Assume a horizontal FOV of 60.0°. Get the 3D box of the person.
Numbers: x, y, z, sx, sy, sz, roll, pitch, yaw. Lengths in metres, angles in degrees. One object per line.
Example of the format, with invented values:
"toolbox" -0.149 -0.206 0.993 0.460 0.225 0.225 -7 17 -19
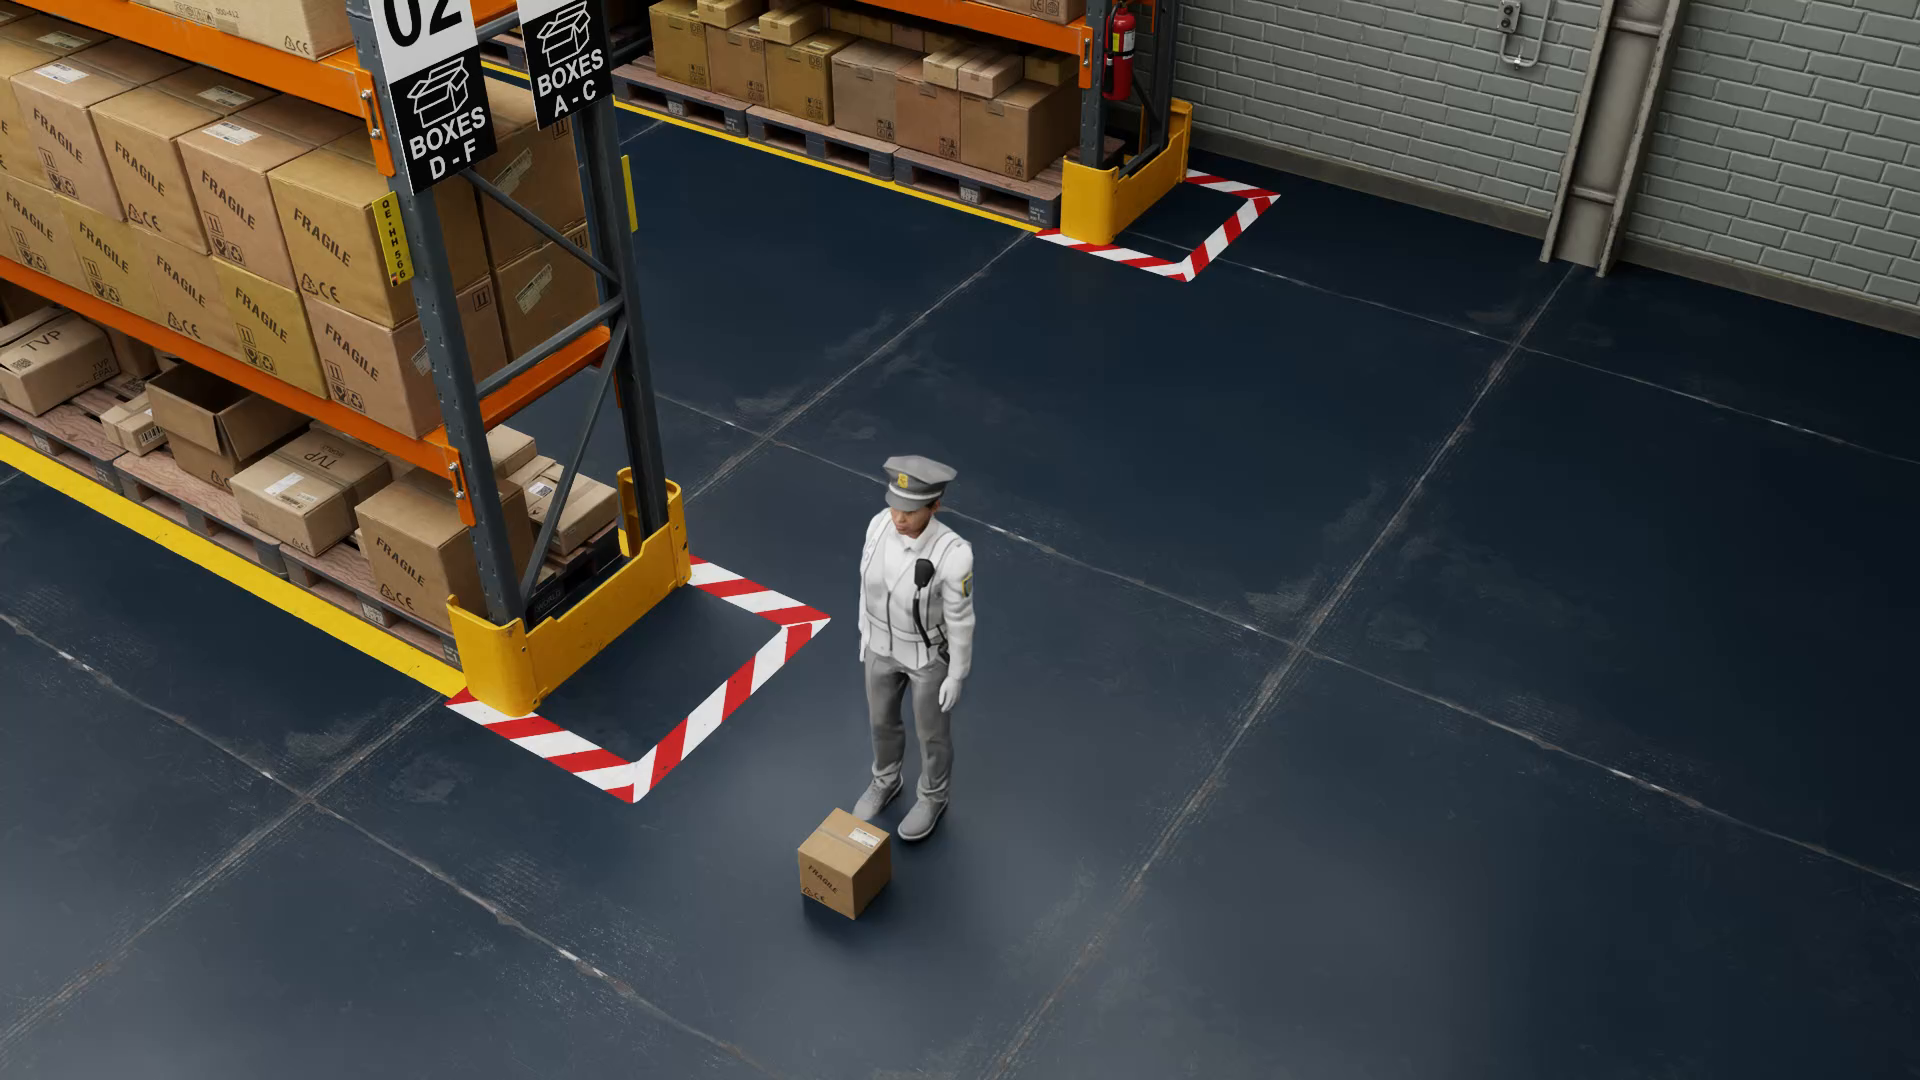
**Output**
"person" -0.178 0.430 6.146 0.490 1.736 0.392 22 44 25
